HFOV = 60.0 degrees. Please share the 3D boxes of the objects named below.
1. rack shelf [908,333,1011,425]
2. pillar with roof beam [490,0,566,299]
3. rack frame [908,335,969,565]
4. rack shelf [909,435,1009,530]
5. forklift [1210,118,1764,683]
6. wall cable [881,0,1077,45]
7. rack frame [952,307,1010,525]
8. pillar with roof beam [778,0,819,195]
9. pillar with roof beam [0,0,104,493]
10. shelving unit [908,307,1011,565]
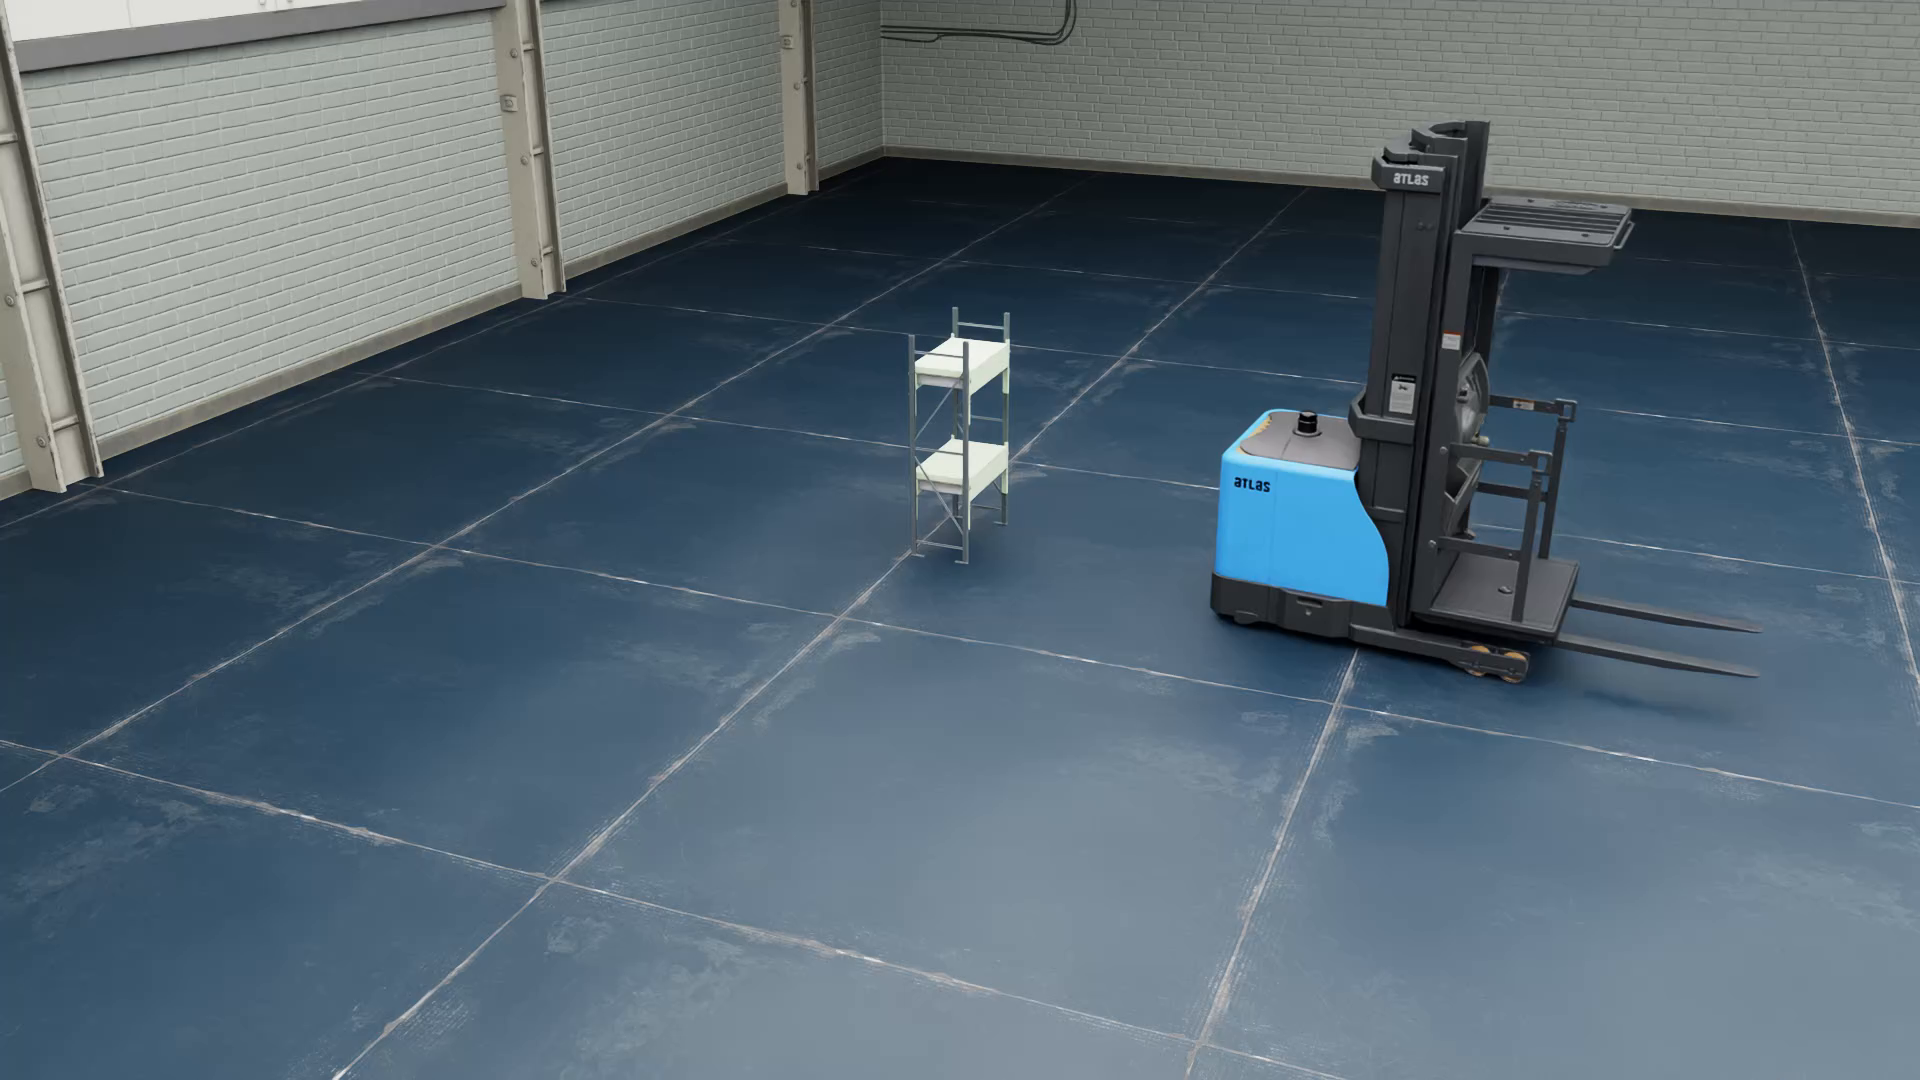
[{"bbox_3d":[0.002,-1.055,10.816,0.431,0.370,0.720,9,24,20],"label":"rack shelf"},{"bbox_3d":[-0.370,-6.117,14.219,9.100,9.000,0.400,9,24,20],"label":"pillar with roof beam"},{"bbox_3d":[-0.133,-0.563,10.653,0.400,1.500,0.023,9,24,20],"label":"rack frame"},{"bbox_3d":[0.002,-0.394,11.092,0.431,0.370,0.720,9,24,20],"label":"rack shelf"},{"bbox_3d":[3.072,-0.786,9.329,3.031,2.935,1.130,11,25,24],"label":"forklift"},{"bbox_3d":[0.184,-8.313,23.504,3.097,2.526,0.112,9,24,20],"label":"wall cable"},{"bbox_3d":[0.138,-0.825,11.280,0.400,1.500,0.023,9,24,20],"label":"rack frame"},{"bbox_3d":[1.859,-8.264,19.360,9.100,9.000,0.400,9,24,20],"label":"pillar with roof beam"},{"bbox_3d":[-2.599,-3.970,9.079,9.100,9.000,0.400,9,24,20],"label":"pillar with roof beam"},{"bbox_3d":[0.002,-0.694,10.967,0.431,1.500,0.755,9,24,20],"label":"shelving unit"}]
